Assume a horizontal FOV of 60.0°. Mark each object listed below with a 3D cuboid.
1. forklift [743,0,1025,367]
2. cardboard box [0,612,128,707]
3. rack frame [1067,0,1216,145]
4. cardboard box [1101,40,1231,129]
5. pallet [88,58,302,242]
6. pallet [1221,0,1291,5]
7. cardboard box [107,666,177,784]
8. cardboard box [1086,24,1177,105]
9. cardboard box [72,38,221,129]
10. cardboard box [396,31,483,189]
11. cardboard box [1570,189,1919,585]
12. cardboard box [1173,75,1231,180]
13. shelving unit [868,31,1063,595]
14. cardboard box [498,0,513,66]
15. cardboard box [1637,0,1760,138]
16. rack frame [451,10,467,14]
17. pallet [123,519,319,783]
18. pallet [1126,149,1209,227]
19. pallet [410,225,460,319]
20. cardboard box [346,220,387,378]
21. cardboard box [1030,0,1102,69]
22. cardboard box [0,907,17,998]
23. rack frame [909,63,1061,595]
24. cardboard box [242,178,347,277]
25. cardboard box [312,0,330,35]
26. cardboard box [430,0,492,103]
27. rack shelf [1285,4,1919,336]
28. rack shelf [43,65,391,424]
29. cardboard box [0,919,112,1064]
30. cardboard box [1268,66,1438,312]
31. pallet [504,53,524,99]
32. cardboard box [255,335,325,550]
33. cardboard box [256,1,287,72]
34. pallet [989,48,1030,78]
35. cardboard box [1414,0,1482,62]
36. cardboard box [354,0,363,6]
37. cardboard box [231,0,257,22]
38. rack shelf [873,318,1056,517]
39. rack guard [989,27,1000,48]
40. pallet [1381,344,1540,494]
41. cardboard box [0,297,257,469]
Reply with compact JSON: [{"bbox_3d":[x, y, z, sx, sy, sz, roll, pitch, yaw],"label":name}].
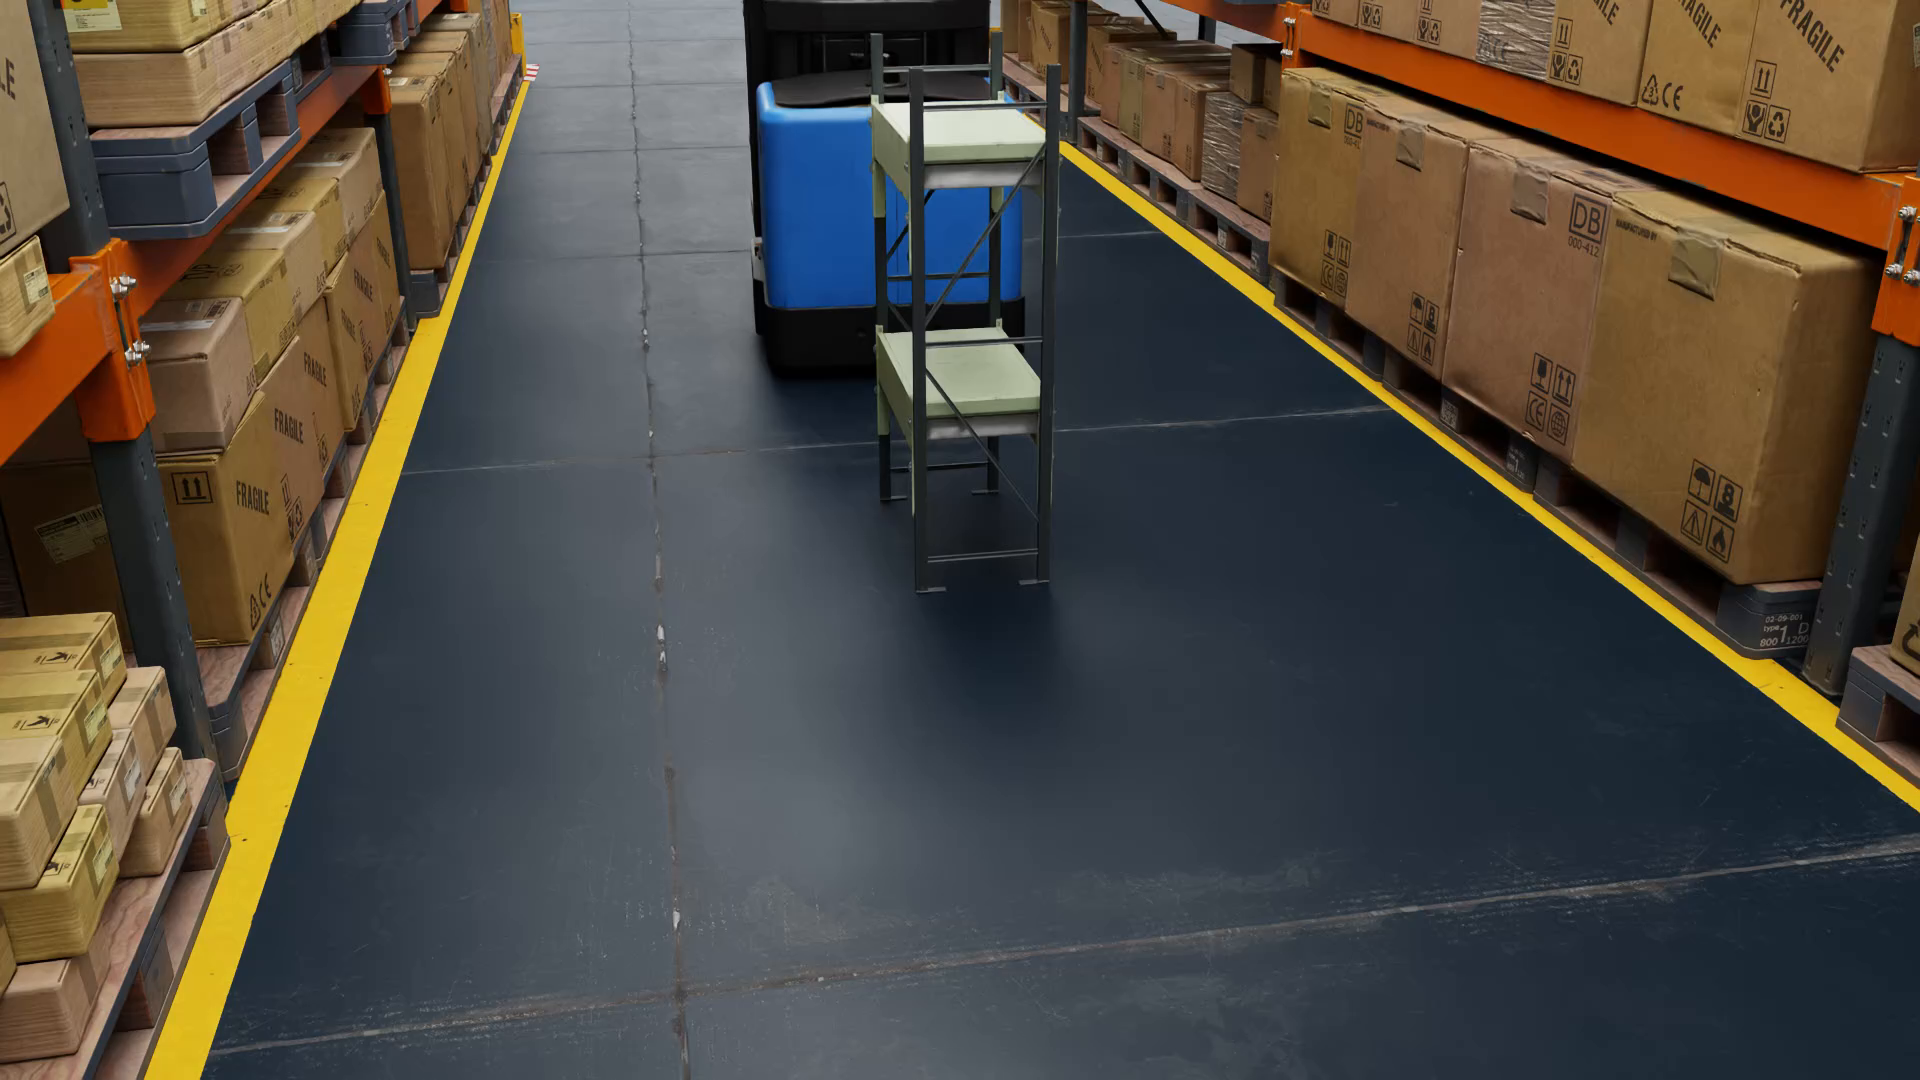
[{"bbox_3d":[-0.445,-2.590,7.518,1.130,2.935,3.031,-3,24,-7],"label":"forklift"},{"bbox_3d":[-1.843,0.268,3.183,0.380,0.149,0.250,-4,24,-8],"label":"cardboard box"},{"bbox_3d":[1.250,-4.168,11.046,1.000,3.000,0.127,-4,24,-10],"label":"rack frame"},{"bbox_3d":[1.342,-2.981,10.901,0.700,0.500,0.500,-6,24,-14],"label":"cardboard box"},{"bbox_3d":[-2.163,-0.918,3.843,1.003,0.211,1.213,-4,24,-10],"label":"pallet"},{"bbox_3d":[1.753,-2.779,8.105,1.213,0.211,1.003,-4,24,-10],"label":"pallet"},{"bbox_3d":[-1.793,0.384,3.289,0.380,0.149,0.250,-4,24,-9],"label":"cardboard box"},{"bbox_3d":[1.215,-3.375,11.829,0.500,0.500,0.500,-5,24,-11],"label":"cardboard box"},{"bbox_3d":[-1.785,-0.960,3.490,0.380,0.149,0.250,-5,24,-12],"label":"cardboard box"},{"bbox_3d":[-3.266,-2.385,9.249,1.050,0.750,0.750,-4,24,-10],"label":"cardboard box"},{"bbox_3d":[2.591,-0.490,4.755,1.225,0.875,0.875,-4,24,-10],"label":"cardboard box"},{"bbox_3d":[1.619,-2.353,9.462,0.700,0.500,0.500,-2,24,-5],"label":"cardboard box"},{"bbox_3d":[-0.001,-0.690,4.956,0.431,1.500,0.755,-4,24,-10],"label":"shelving unit"},{"bbox_3d":[-4.193,-4.371,13.640,0.875,0.875,0.875,-4,24,-9],"label":"cardboard box"},{"bbox_3d":[2.289,-1.426,4.643,0.500,0.500,0.500,-4,24,-8],"label":"cardboard box"},{"bbox_3d":[-3.643,-3.841,10.296,1.000,3.000,0.127,-4,24,-10],"label":"rack frame"},{"bbox_3d":[-2.310,0.278,4.350,1.003,0.211,1.213,-4,24,-10],"label":"pallet"},{"bbox_3d":[1.624,-2.103,9.802,1.003,0.211,1.213,-4,24,-10],"label":"pallet"},{"bbox_3d":[-2.976,-1.305,7.975,1.003,0.211,1.213,-4,24,-10],"label":"pallet"},{"bbox_3d":[-2.433,-0.870,6.093,0.500,0.500,0.500,-3,24,-8],"label":"cardboard box"},{"bbox_3d":[0.850,-4.061,13.400,0.500,0.500,0.500,-2,24,-5],"label":"cardboard box"},{"bbox_3d":[-1.714,0.699,2.566,0.380,0.149,0.250,-4,24,-9],"label":"cardboard box"},{"bbox_3d":[0.066,-0.546,4.626,0.400,1.500,0.023,-4,24,-10],"label":"rack frame"},{"bbox_3d":[-2.337,-1.009,5.475,0.500,0.250,0.500,-4,24,-9],"label":"cardboard box"},{"bbox_3d":[-2.075,-1.573,4.893,0.380,0.149,0.250,-5,24,-12],"label":"cardboard box"},{"bbox_3d":[-3.691,-3.312,11.216,0.875,0.875,0.875,-4,24,-9],"label":"cardboard box"},{"bbox_3d":[2.359,-1.478,5.786,1.077,0.370,4.000,-4,24,-10],"label":"rack shelf"},{"bbox_3d":[-2.534,-1.151,5.037,1.077,0.370,4.000,-4,24,-10],"label":"rack shelf"},{"bbox_3d":[-1.679,0.757,2.807,0.380,0.149,0.250,-5,24,-12],"label":"cardboard box"},{"bbox_3d":[2.096,-1.541,7.159,1.225,0.875,0.875,-5,24,-12],"label":"cardboard box"},{"bbox_3d":[-4.158,-3.827,13.750,1.003,0.211,1.213,-4,24,-10],"label":"pallet"},{"bbox_3d":[-2.140,-0.259,4.694,0.500,0.500,0.500,-3,24,-7],"label":"cardboard box"},{"bbox_3d":[-1.930,-1.266,4.191,0.380,0.149,0.250,-4,24,-9],"label":"cardboard box"},{"bbox_3d":[0.640,-4.112,14.400,1.003,0.211,1.213,-4,24,-10],"label":"pallet"},{"bbox_3d":[2.008,-2.025,6.015,0.500,0.500,0.500,-5,24,-11],"label":"cardboard box"},{"bbox_3d":[-2.226,-1.887,5.613,0.380,0.149,0.250,-5,24,-10],"label":"cardboard box"},{"bbox_3d":[-1.883,-1.300,3.896,0.380,0.149,0.250,-4,24,-8],"label":"cardboard box"},{"bbox_3d":[-0.001,-0.391,5.086,0.431,0.370,0.720,-4,24,-10],"label":"rack shelf"},{"bbox_3d":[0.524,-4.566,15.080,1.175,0.500,0.348,-4,24,-10],"label":"rack guard"},{"bbox_3d":[2.283,-0.522,6.182,1.003,0.211,1.213,-4,24,-10],"label":"pallet"},{"bbox_3d":[-2.041,-0.395,4.068,0.500,0.250,0.500,-5,24,-12],"label":"cardboard box"}]
